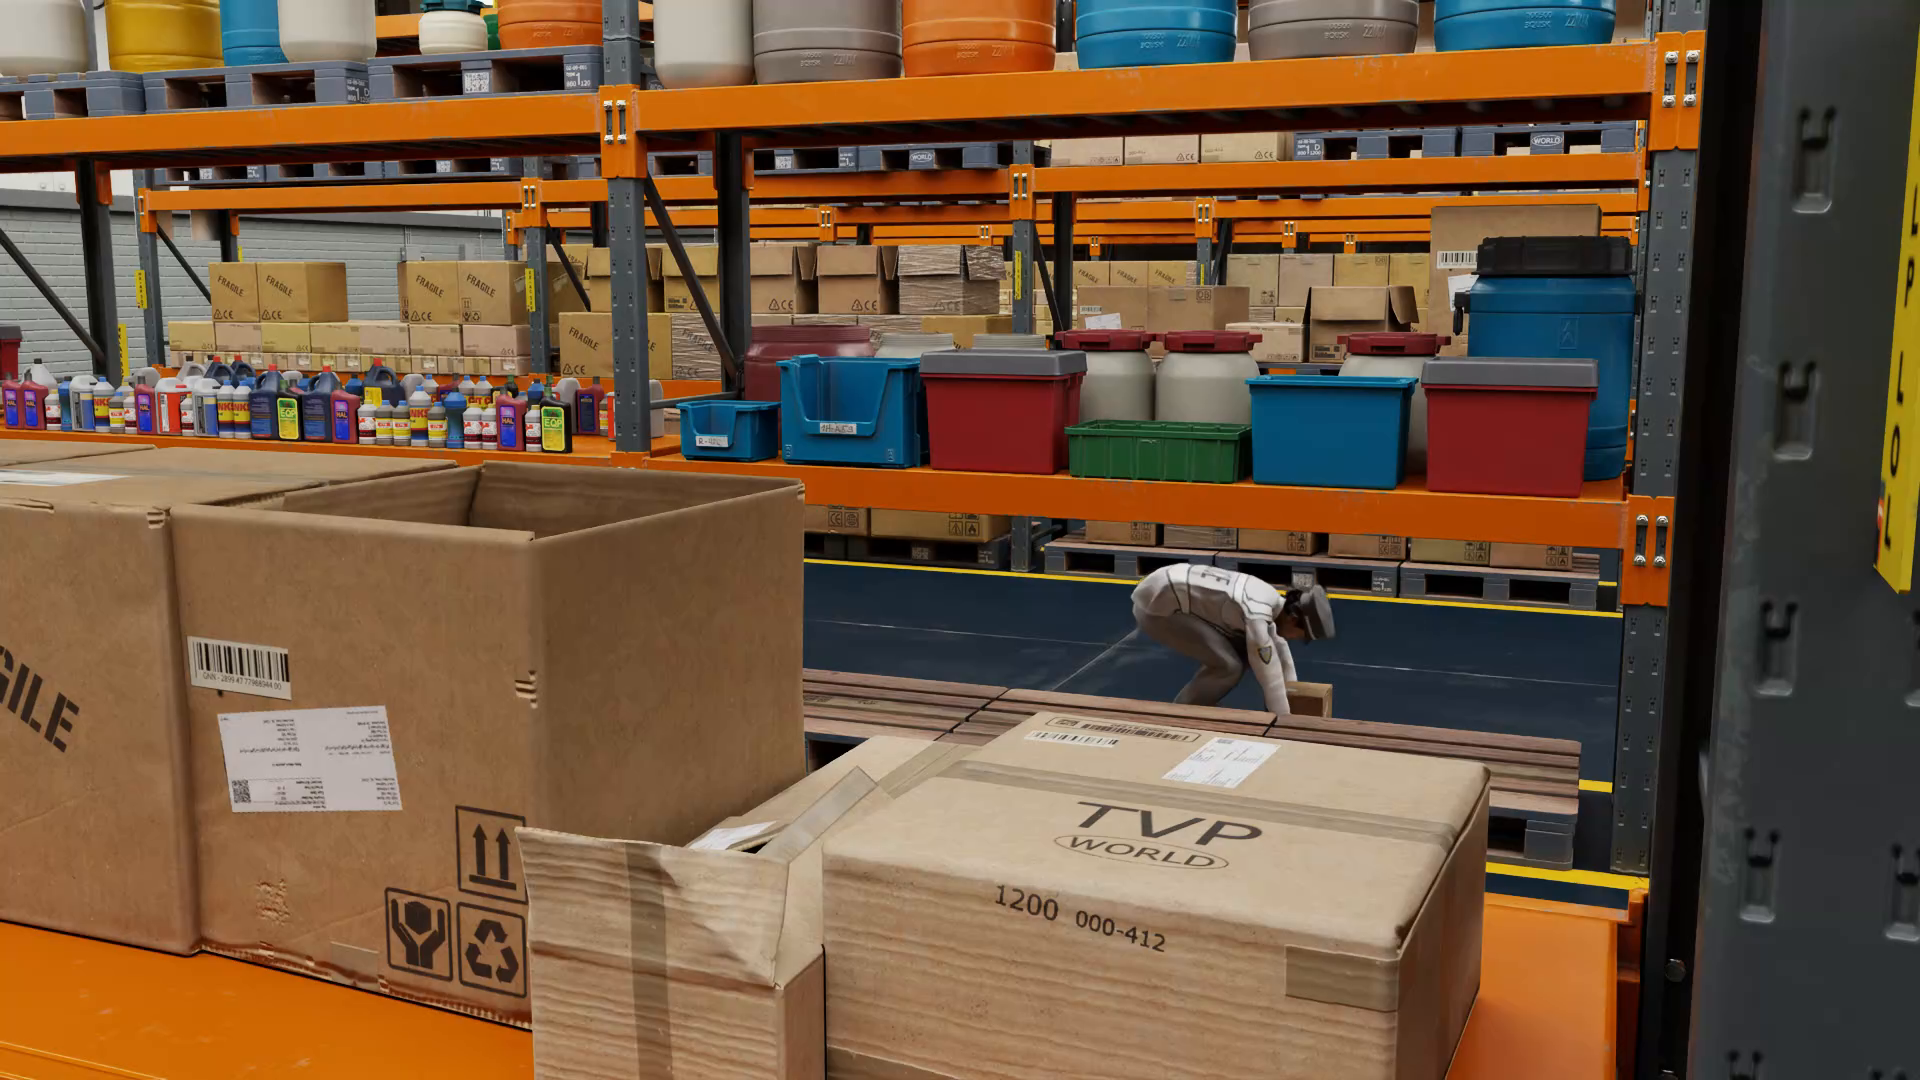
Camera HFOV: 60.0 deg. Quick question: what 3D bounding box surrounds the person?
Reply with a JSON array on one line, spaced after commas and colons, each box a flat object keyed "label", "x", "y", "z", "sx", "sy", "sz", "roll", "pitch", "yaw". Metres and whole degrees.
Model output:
[{"label": "person", "x": 1.223, "y": 0.518, "z": 7.474, "sx": 0.906, "sy": 0.801, "sz": 0.466, "roll": 3, "pitch": 9, "yaw": 19}]
